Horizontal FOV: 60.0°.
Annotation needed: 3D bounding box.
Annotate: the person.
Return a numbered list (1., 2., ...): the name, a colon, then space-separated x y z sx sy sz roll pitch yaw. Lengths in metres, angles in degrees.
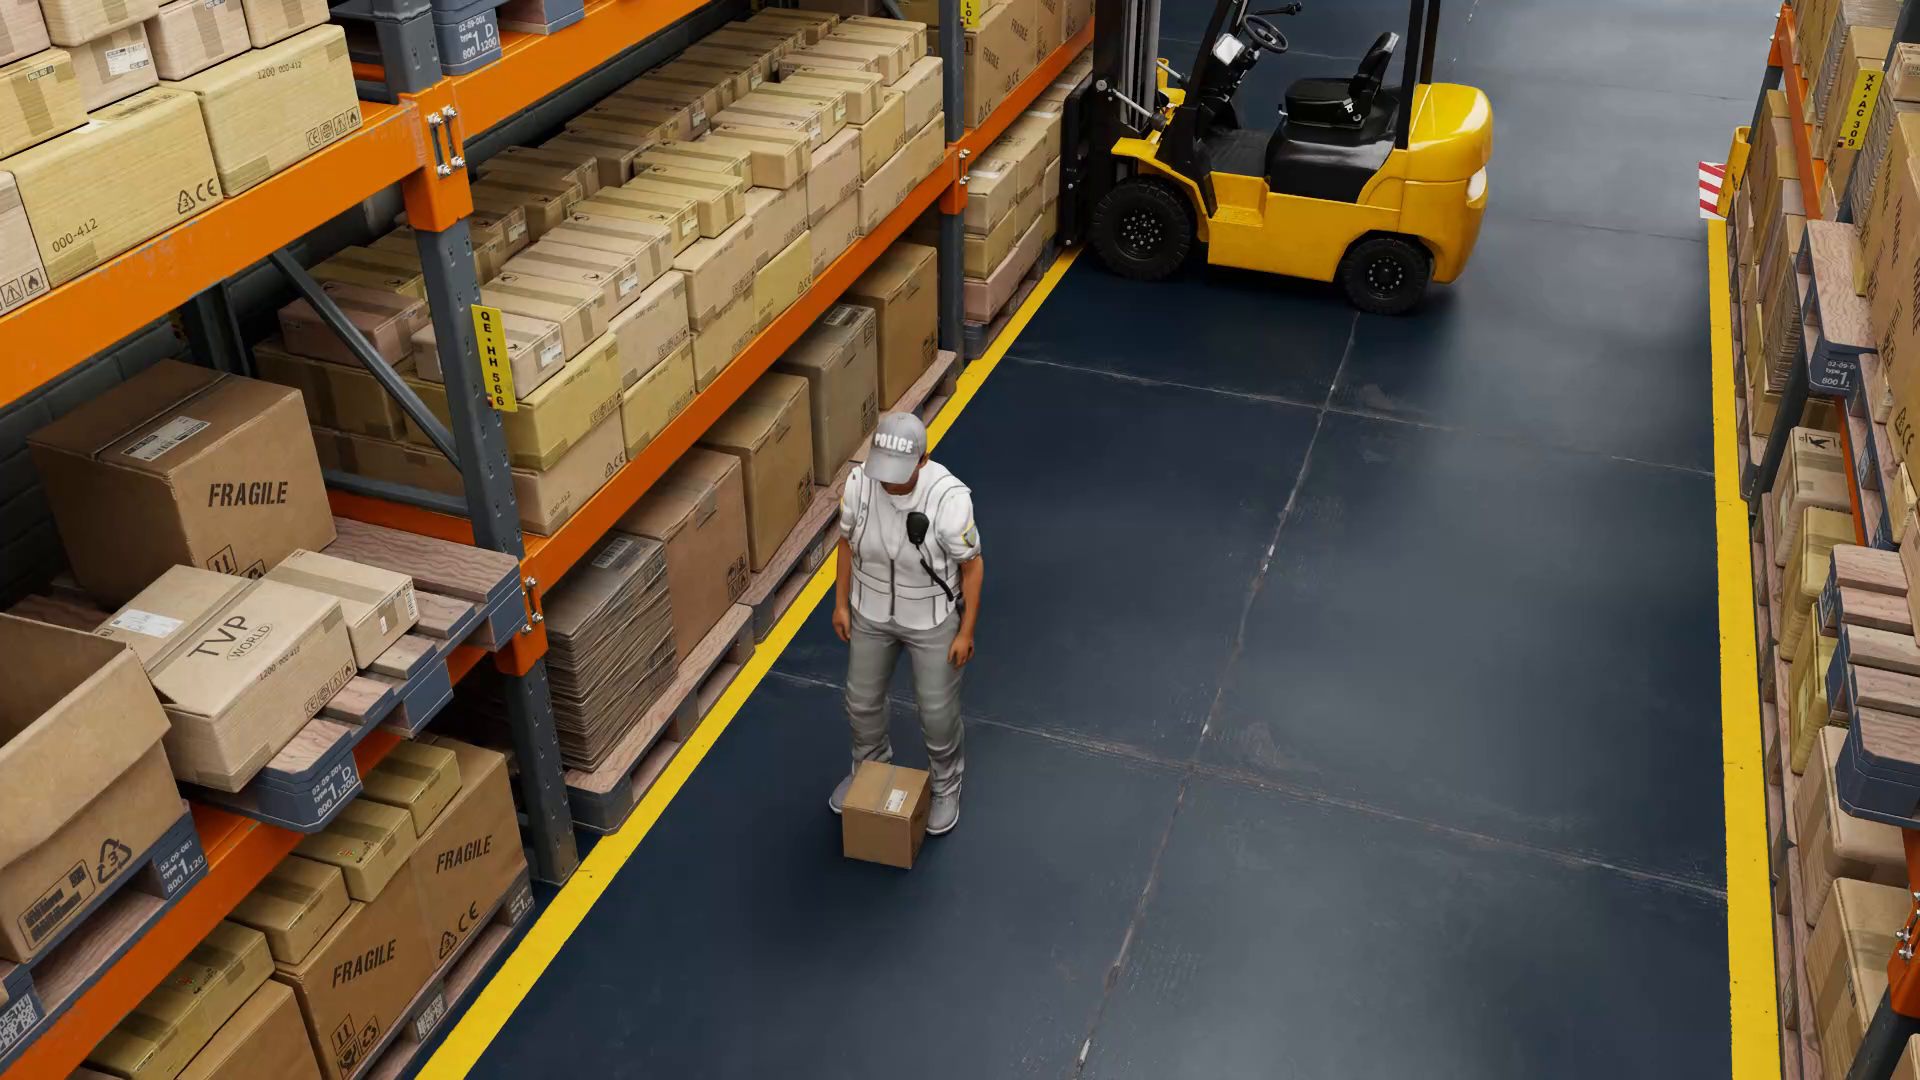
1. person: -0.194 0.273 5.720 0.539 1.667 0.465 11 35 17
